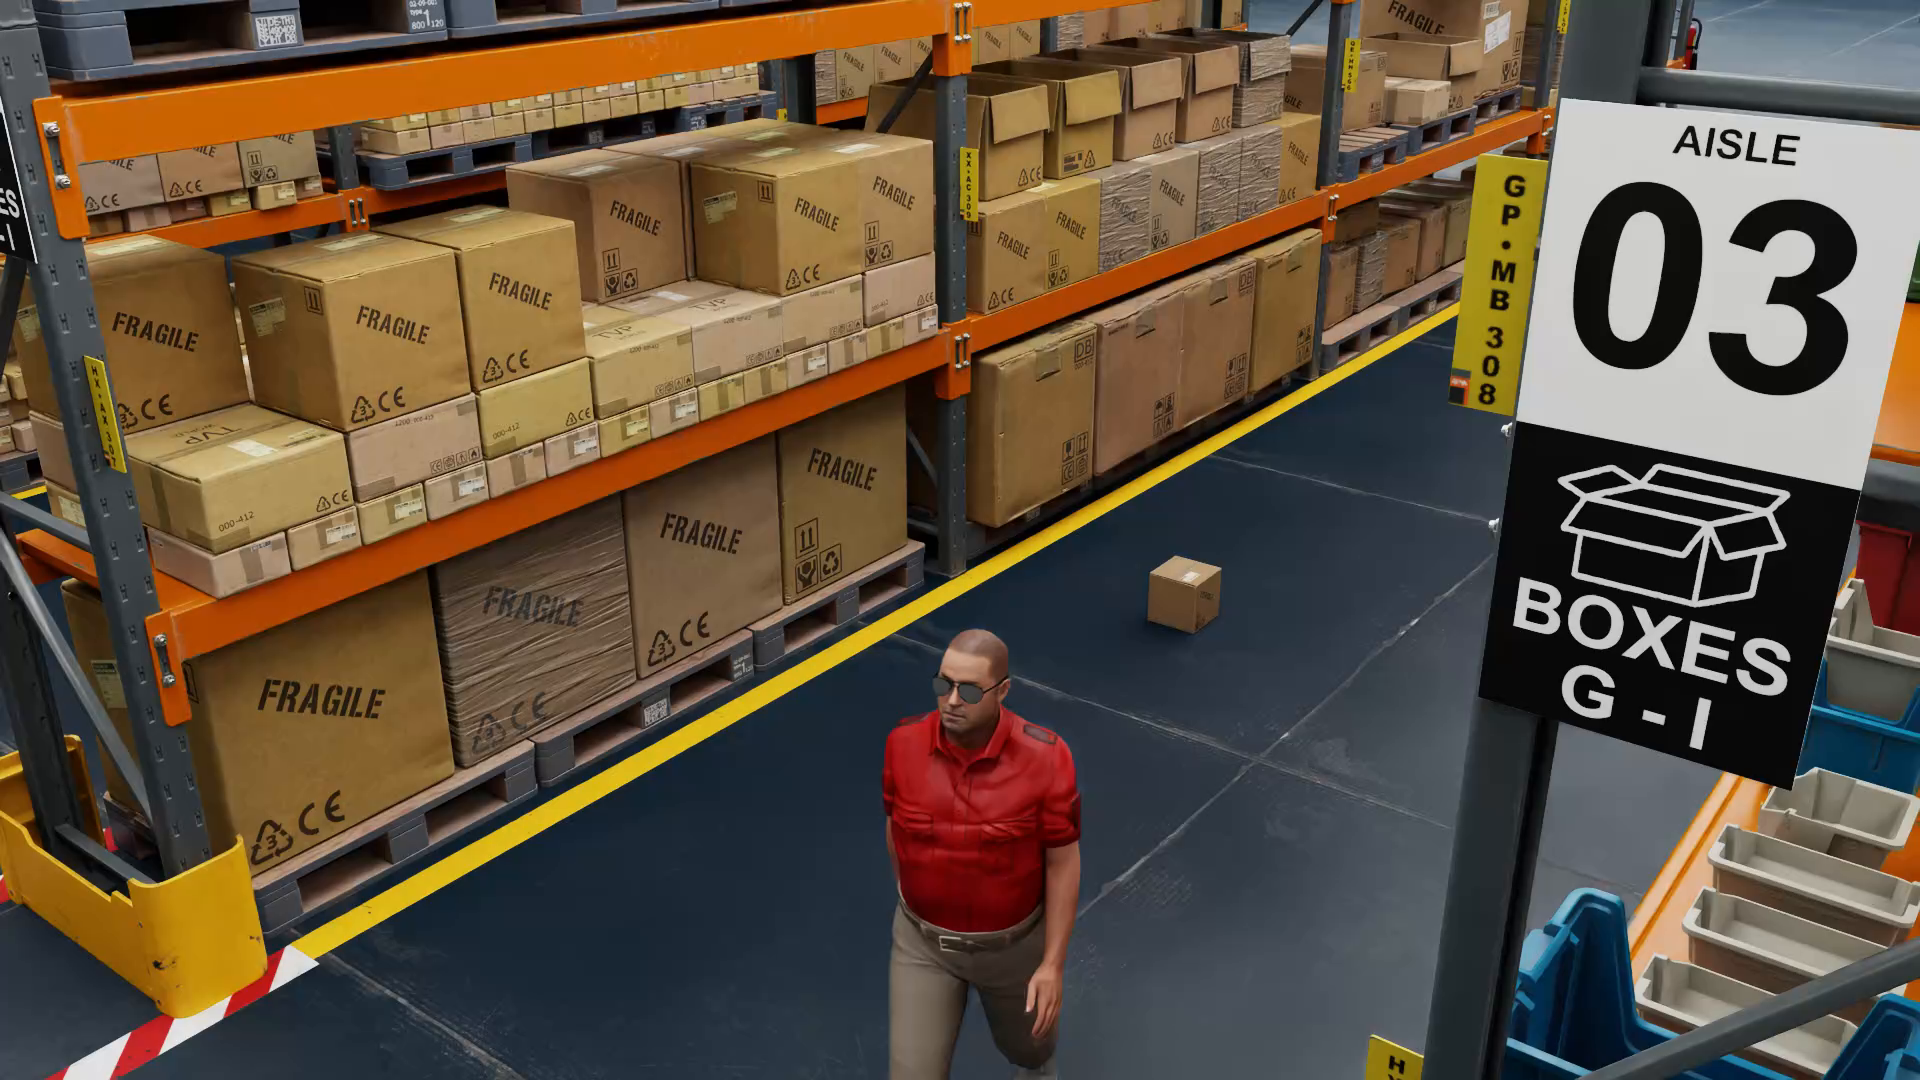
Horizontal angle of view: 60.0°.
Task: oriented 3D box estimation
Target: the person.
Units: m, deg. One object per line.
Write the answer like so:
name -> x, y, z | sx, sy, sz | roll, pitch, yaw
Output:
person -> 0.043, 1.008, 4.281 | 0.532, 1.677, 1.015 | 5, 24, 11
